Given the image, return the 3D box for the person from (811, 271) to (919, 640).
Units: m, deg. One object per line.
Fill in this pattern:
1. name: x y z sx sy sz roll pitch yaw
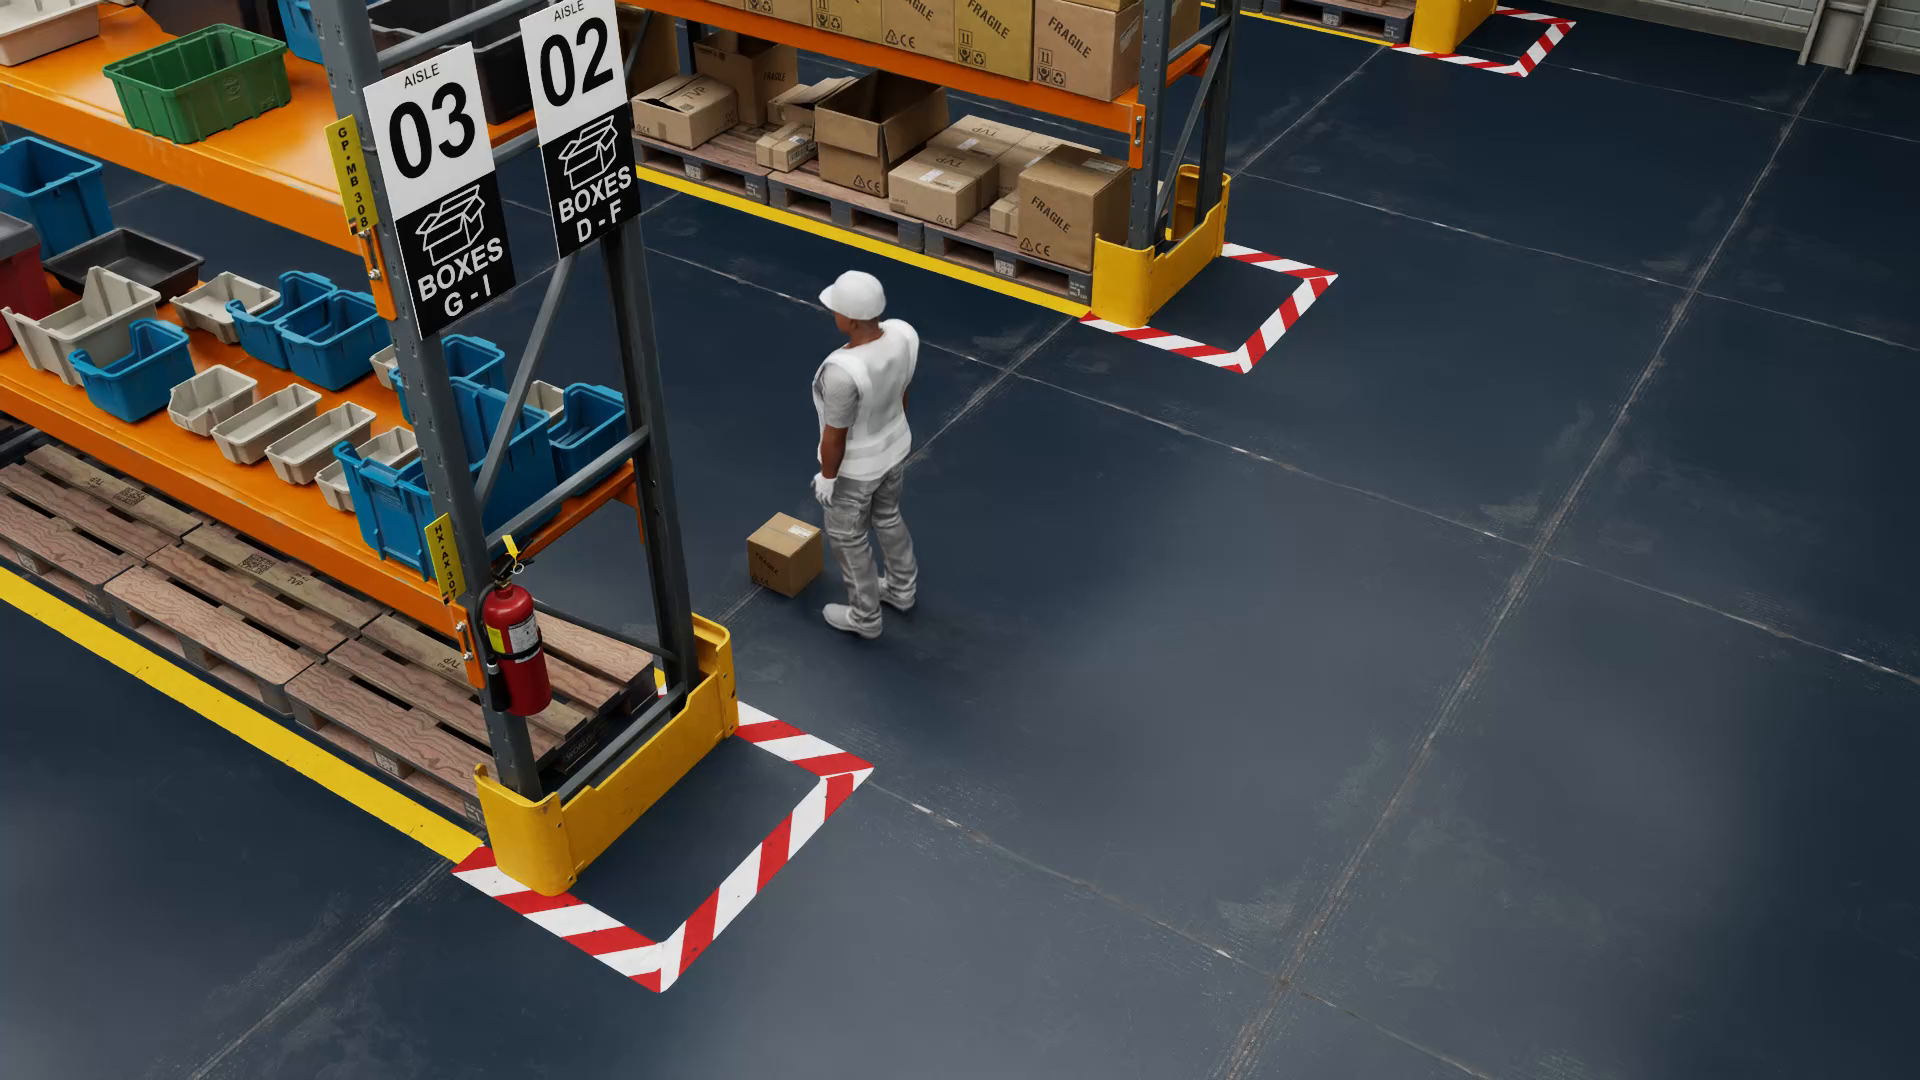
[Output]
1. person: -0.414 -0.356 7.121 0.354 1.779 0.546 22 43 26
